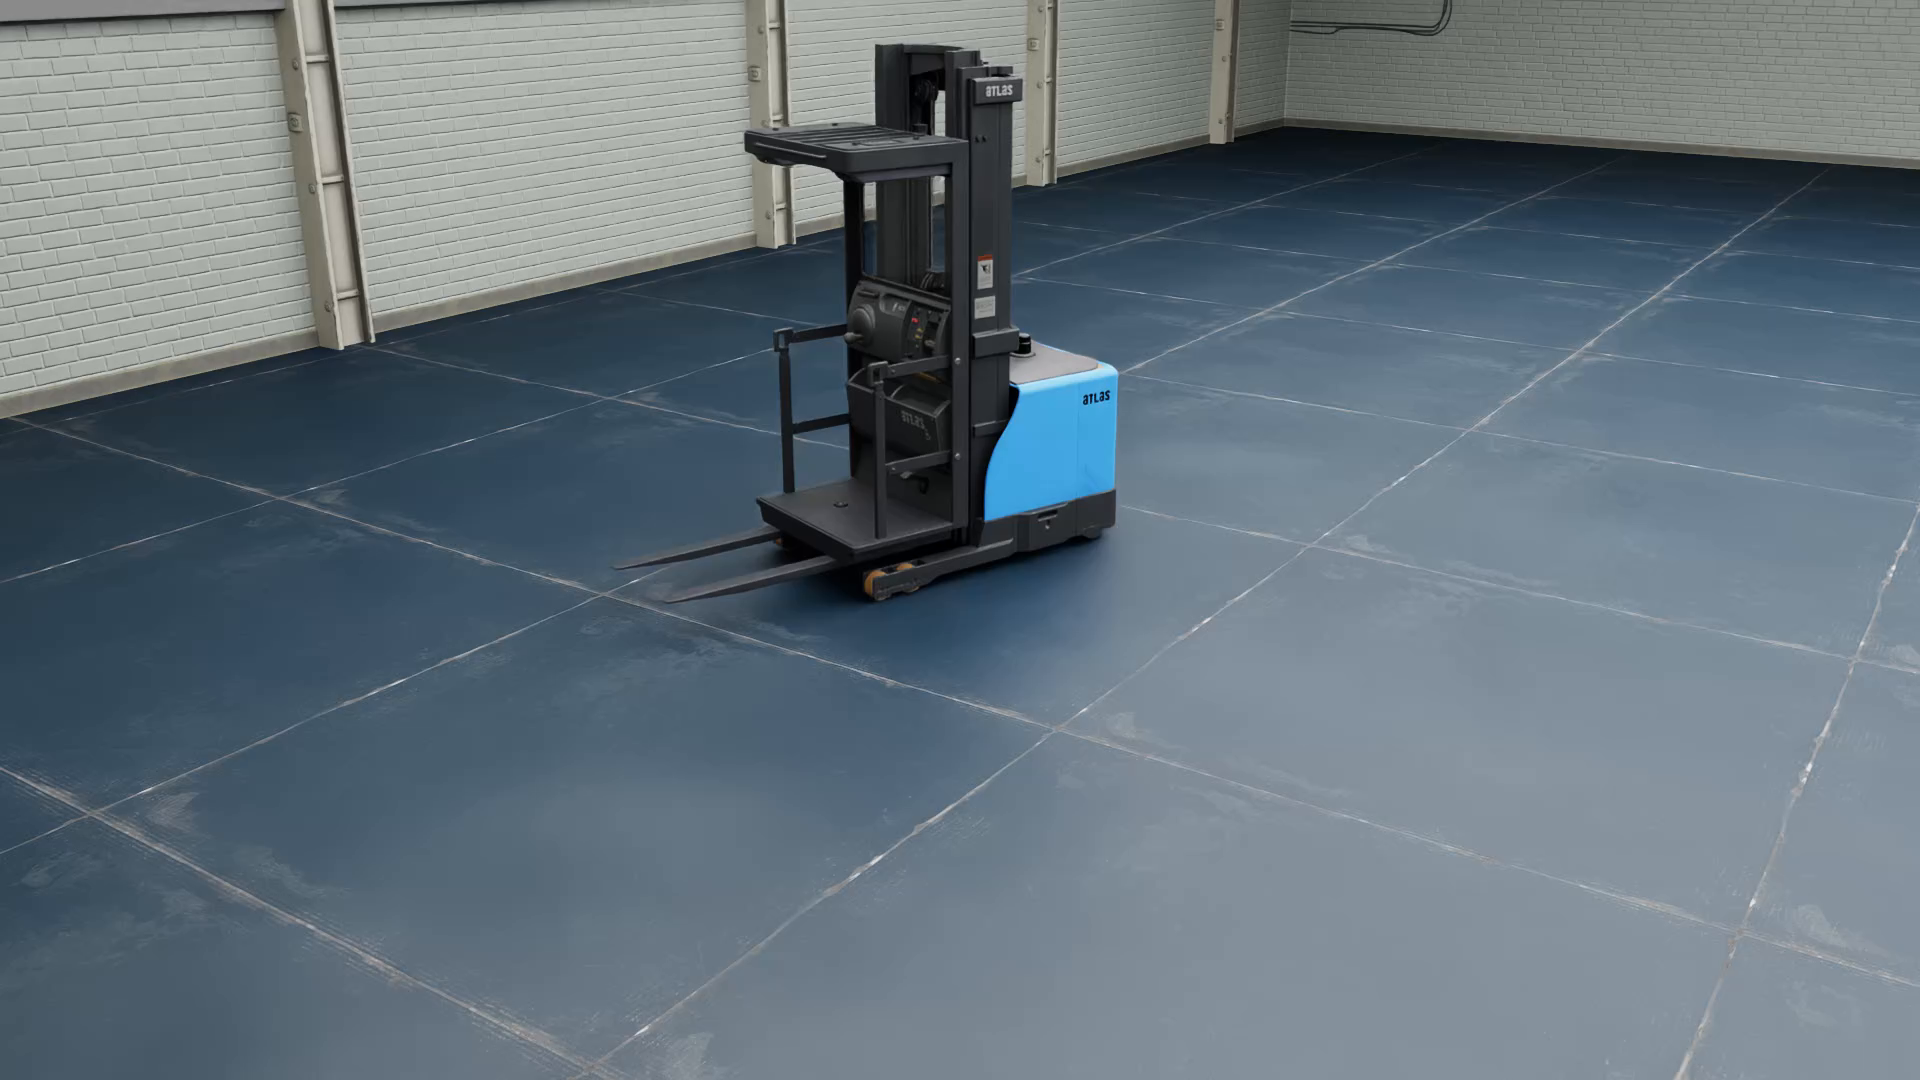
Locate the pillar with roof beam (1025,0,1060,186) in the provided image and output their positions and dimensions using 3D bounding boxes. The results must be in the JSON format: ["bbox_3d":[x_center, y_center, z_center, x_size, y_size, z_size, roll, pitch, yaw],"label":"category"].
[{"bbox_3d":[4.745,-8.606,20.560,9.100,9.000,0.400,13,24,32],"label":"pillar with roof beam"}]

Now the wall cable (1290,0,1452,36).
[{"bbox_3d":[7.307,-10.298,29.610,3.097,2.526,0.112,13,24,32],"label":"wall cable"}]

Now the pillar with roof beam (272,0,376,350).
[{"bbox_3d":[-2.001,-5.163,11.252,9.100,9.000,0.400,13,24,32],"label":"pillar with roof beam"}]

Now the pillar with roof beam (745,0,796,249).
[{"bbox_3d":[1.372,-6.884,15.906,9.100,9.000,0.400,13,24,32],"label":"pillar with roof beam"}]

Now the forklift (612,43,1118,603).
[{"bbox_3d":[-0.521,-1.242,9.397,3.031,2.935,1.130,-14,25,-34],"label":"forklift"}]

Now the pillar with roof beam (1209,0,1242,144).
[{"bbox_3d":[8.118,-10.327,25.214,9.100,9.000,0.400,13,24,32],"label":"pillar with roof beam"}]
